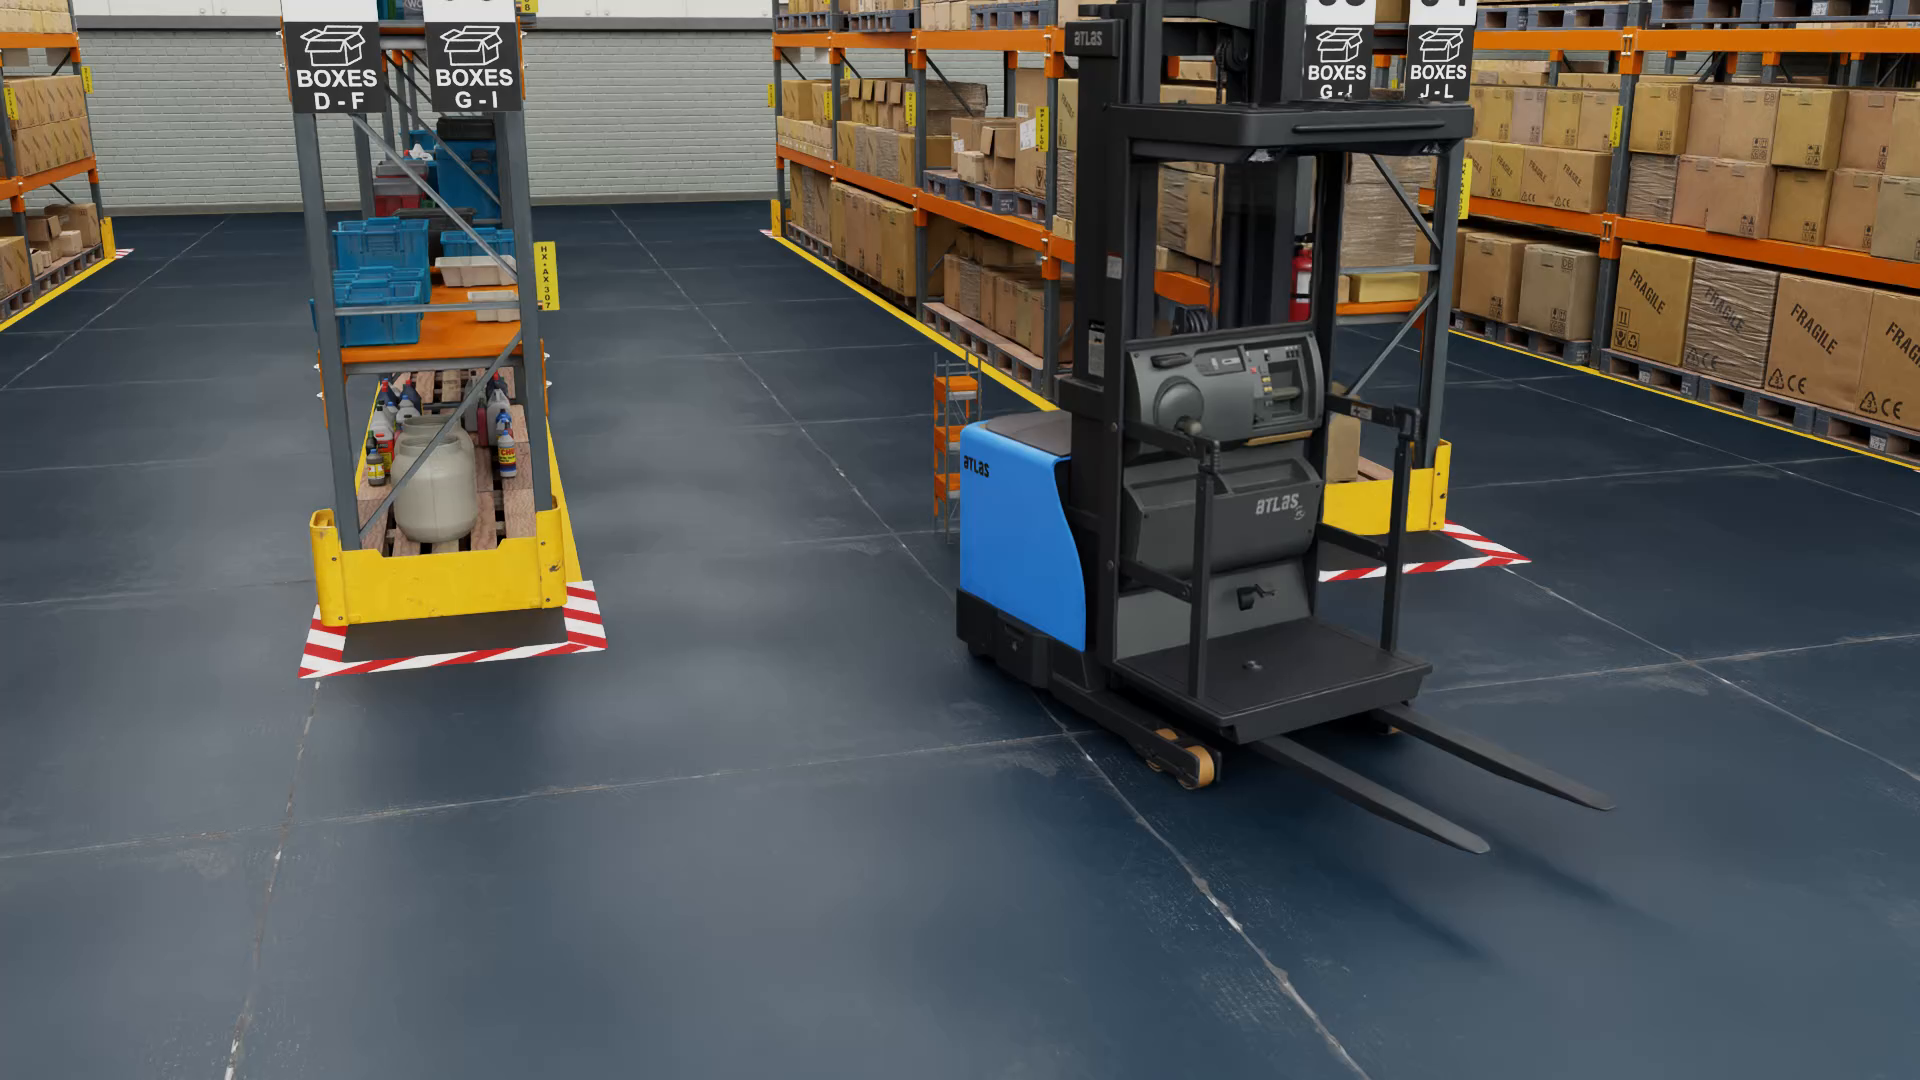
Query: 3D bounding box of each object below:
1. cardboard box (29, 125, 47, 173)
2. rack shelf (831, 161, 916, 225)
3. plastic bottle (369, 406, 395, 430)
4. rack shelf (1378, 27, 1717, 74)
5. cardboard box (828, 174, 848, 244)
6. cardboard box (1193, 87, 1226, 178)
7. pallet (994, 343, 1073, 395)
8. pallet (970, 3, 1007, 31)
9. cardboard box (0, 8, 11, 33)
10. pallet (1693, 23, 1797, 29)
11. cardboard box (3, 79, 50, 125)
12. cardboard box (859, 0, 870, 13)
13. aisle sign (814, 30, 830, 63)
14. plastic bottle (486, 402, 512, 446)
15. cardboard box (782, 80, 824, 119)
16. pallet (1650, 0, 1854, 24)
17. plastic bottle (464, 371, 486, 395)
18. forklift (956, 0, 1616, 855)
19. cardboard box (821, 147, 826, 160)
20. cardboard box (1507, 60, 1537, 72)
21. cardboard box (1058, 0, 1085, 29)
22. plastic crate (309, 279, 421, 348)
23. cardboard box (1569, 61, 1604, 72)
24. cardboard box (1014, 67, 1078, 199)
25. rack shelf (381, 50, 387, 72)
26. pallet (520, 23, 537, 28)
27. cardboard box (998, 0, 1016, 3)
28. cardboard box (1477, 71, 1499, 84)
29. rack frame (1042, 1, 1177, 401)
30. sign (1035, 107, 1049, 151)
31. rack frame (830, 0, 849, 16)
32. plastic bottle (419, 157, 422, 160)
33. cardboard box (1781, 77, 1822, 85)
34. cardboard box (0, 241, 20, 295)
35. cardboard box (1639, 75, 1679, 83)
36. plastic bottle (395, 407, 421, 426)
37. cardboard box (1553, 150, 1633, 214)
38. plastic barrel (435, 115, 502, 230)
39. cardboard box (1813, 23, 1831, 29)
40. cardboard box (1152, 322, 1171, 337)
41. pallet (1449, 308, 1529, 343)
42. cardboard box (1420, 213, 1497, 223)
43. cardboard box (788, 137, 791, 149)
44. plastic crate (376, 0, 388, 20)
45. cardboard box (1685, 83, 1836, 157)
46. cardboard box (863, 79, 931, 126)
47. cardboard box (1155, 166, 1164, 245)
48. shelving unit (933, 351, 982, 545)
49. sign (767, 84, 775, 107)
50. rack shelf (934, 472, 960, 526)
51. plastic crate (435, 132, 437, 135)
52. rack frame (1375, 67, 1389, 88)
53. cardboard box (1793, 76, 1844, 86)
[{"bbox_3d":[-10.595,-4.369,18.610,0.500,0.500,0.500,-4,17,-14],"label":"cardboard box"},{"bbox_3d":[-0.497,-3.902,18.479,1.077,0.370,4.000,-5,17,-15],"label":"rack shelf"},{"bbox_3d":[-3.568,-0.660,10.275,0.144,0.351,0.185,-4,17,-13],"label":"plastic bottle"},{"bbox_3d":[5.399,-4.596,15.576,1.077,0.370,4.000,-5,17,-15],"label":"rack shelf"},{"bbox_3d":[-1.151,-4.172,21.091,0.875,0.875,0.875,-5,17,-15],"label":"cardboard box"},{"bbox_3d":[1.719,-2.420,9.866,0.500,0.500,0.500,-5,17,-15],"label":"cardboard box"},{"bbox_3d":[0.936,-1.467,13.968,1.003,0.211,1.213,-5,17,-15],"label":"pallet"},{"bbox_3d":[0.796,-4.399,13.996,1.213,0.211,1.003,-5,17,-15],"label":"pallet"},{"bbox_3d":[-10.469,-5.536,17.716,0.500,0.250,0.500,-5,17,-15],"label":"cardboard box"},{"bbox_3d":[9.353,-5.997,19.316,1.213,0.211,1.003,-4,17,-13],"label":"pallet"},{"bbox_3d":[-10.715,-4.982,18.911,0.500,0.500,0.500,-5,17,-17],"label":"cardboard box"},{"bbox_3d":[-0.832,-6.084,18.704,0.500,0.311,0.500,-5,18,-17],"label":"cardboard box"},{"bbox_3d":[-1.878,-7.195,23.671,0.394,0.787,0.004,-5,17,-15],"label":"aisle sign"},{"bbox_3d":[-2.974,-0.759,10.733,0.152,0.276,0.135,-4,17,-14],"label":"plastic bottle"},{"bbox_3d":[-2.137,-6.044,22.798,0.500,0.500,0.500,-5,17,-17],"label":"cardboard box"},{"bbox_3d":[6.163,-4.118,12.888,1.003,0.211,1.213,-5,17,-15],"label":"pallet"},{"bbox_3d":[-3.295,-0.971,11.309,0.144,0.351,0.185,-5,17,-15],"label":"plastic bottle"},{"bbox_3d":[1.171,-0.608,6.382,1.130,2.935,3.031,-10,19,-30],"label":"forklift"},{"bbox_3d":[-1.517,-4.809,20.685,0.380,0.149,0.250,-4,17,-14],"label":"cardboard box"},{"bbox_3d":[7.977,-6.701,23.505,0.380,0.149,0.250,-5,17,-16],"label":"cardboard box"},{"bbox_3d":[1.029,-3.807,11.958,0.500,0.250,0.500,-5,18,-17],"label":"cardboard box"},{"bbox_3d":[-2.937,-1.132,8.267,0.499,0.251,0.616,-5,17,-15],"label":"plastic crate"},{"bbox_3d":[8.644,-6.529,22.933,0.380,0.149,0.250,-5,17,-16],"label":"cardboard box"},{"bbox_3d":[1.068,-3.306,13.472,1.000,1.000,1.000,-5,17,-15],"label":"cardboard box"},{"bbox_3d":[-4.160,-3.841,13.060,1.077,0.370,4.000,-5,17,-15],"label":"rack shelf"},{"bbox_3d":[-3.318,-3.350,10.503,1.213,0.211,1.003,-5,17,-15],"label":"pallet"},{"bbox_3d":[0.540,-4.623,14.092,0.380,0.166,0.250,-5,17,-17],"label":"cardboard box"},{"bbox_3d":[7.806,-6.500,23.964,0.500,0.500,0.500,-4,17,-15],"label":"cardboard box"},{"bbox_3d":[1.152,-2.587,12.850,1.000,3.000,0.127,-5,17,-15],"label":"rack frame"},{"bbox_3d":[0.619,-3.097,12.534,0.100,0.325,0.005,-5,17,-15],"label":"sign"},{"bbox_3d":[-1.047,-7.673,19.354,1.000,3.000,0.127,-5,17,-15],"label":"rack frame"},{"bbox_3d":[-5.532,-3.791,17.084,0.097,0.271,0.097,0,17,0],"label":"plastic bottle"},{"bbox_3d":[9.680,-5.159,19.502,0.500,0.500,0.500,-5,18,-17],"label":"cardboard box"},{"bbox_3d":[-10.034,-2.780,17.073,0.500,0.500,0.500,-5,17,-15],"label":"cardboard box"},{"bbox_3d":[8.776,-5.546,20.788,0.500,0.500,0.500,-5,17,-16],"label":"cardboard box"},{"bbox_3d":[-3.484,-0.694,10.519,0.152,0.276,0.135,-5,17,-15],"label":"plastic bottle"},{"bbox_3d":[5.548,-3.122,14.458,0.500,0.500,0.500,-5,17,-16],"label":"cardboard box"},{"bbox_3d":[-3.426,-2.566,11.910,0.600,0.901,0.708,-5,17,-15],"label":"plastic barrel"},{"bbox_3d":[9.574,-5.678,18.160,0.396,0.266,0.258,-5,17,-15],"label":"cardboard box"},{"bbox_3d":[1.388,-1.319,12.245,0.500,0.500,0.500,1,17,2],"label":"cardboard box"},{"bbox_3d":[5.325,-2.161,16.280,1.003,0.211,1.213,-5,17,-15],"label":"pallet"},{"bbox_3d":[4.930,-3.006,17.425,1.050,0.750,0.750,-5,17,-16],"label":"cardboard box"},{"bbox_3d":[-2.151,-5.448,22.811,0.380,0.149,0.250,-5,17,-16],"label":"cardboard box"},{"bbox_3d":[-3.325,-3.021,9.111,0.392,0.384,0.575,-5,17,-15],"label":"plastic crate"},{"bbox_3d":[6.280,-3.292,13.061,0.875,0.550,0.550,-5,17,-15],"label":"cardboard box"},{"bbox_3d":[-0.686,-4.961,18.837,0.797,0.503,0.637,-5,17,-15],"label":"cardboard box"},{"bbox_3d":[1.651,-2.235,10.987,0.875,0.500,0.500,-5,17,-15],"label":"cardboard box"},{"bbox_3d":[-0.015,-0.518,9.350,0.215,1.050,0.252,-5,17,-15],"label":"shelving unit"},{"bbox_3d":[-2.681,-6.317,23.624,0.100,0.325,0.005,-5,17,-15],"label":"sign"},{"bbox_3d":[-0.015,-0.241,9.433,0.215,0.259,0.240,-5,17,-15],"label":"rack shelf"},{"bbox_3d":[-6.976,-5.187,21.692,0.416,0.233,0.300,-5,17,-15],"label":"plastic crate"},{"bbox_3d":[4.849,-4.058,17.746,1.000,3.000,0.127,-5,17,-15],"label":"rack frame"},{"bbox_3d":[13.100,-6.839,25.447,0.500,0.500,0.500,-5,17,-17],"label":"cardboard box"}]
